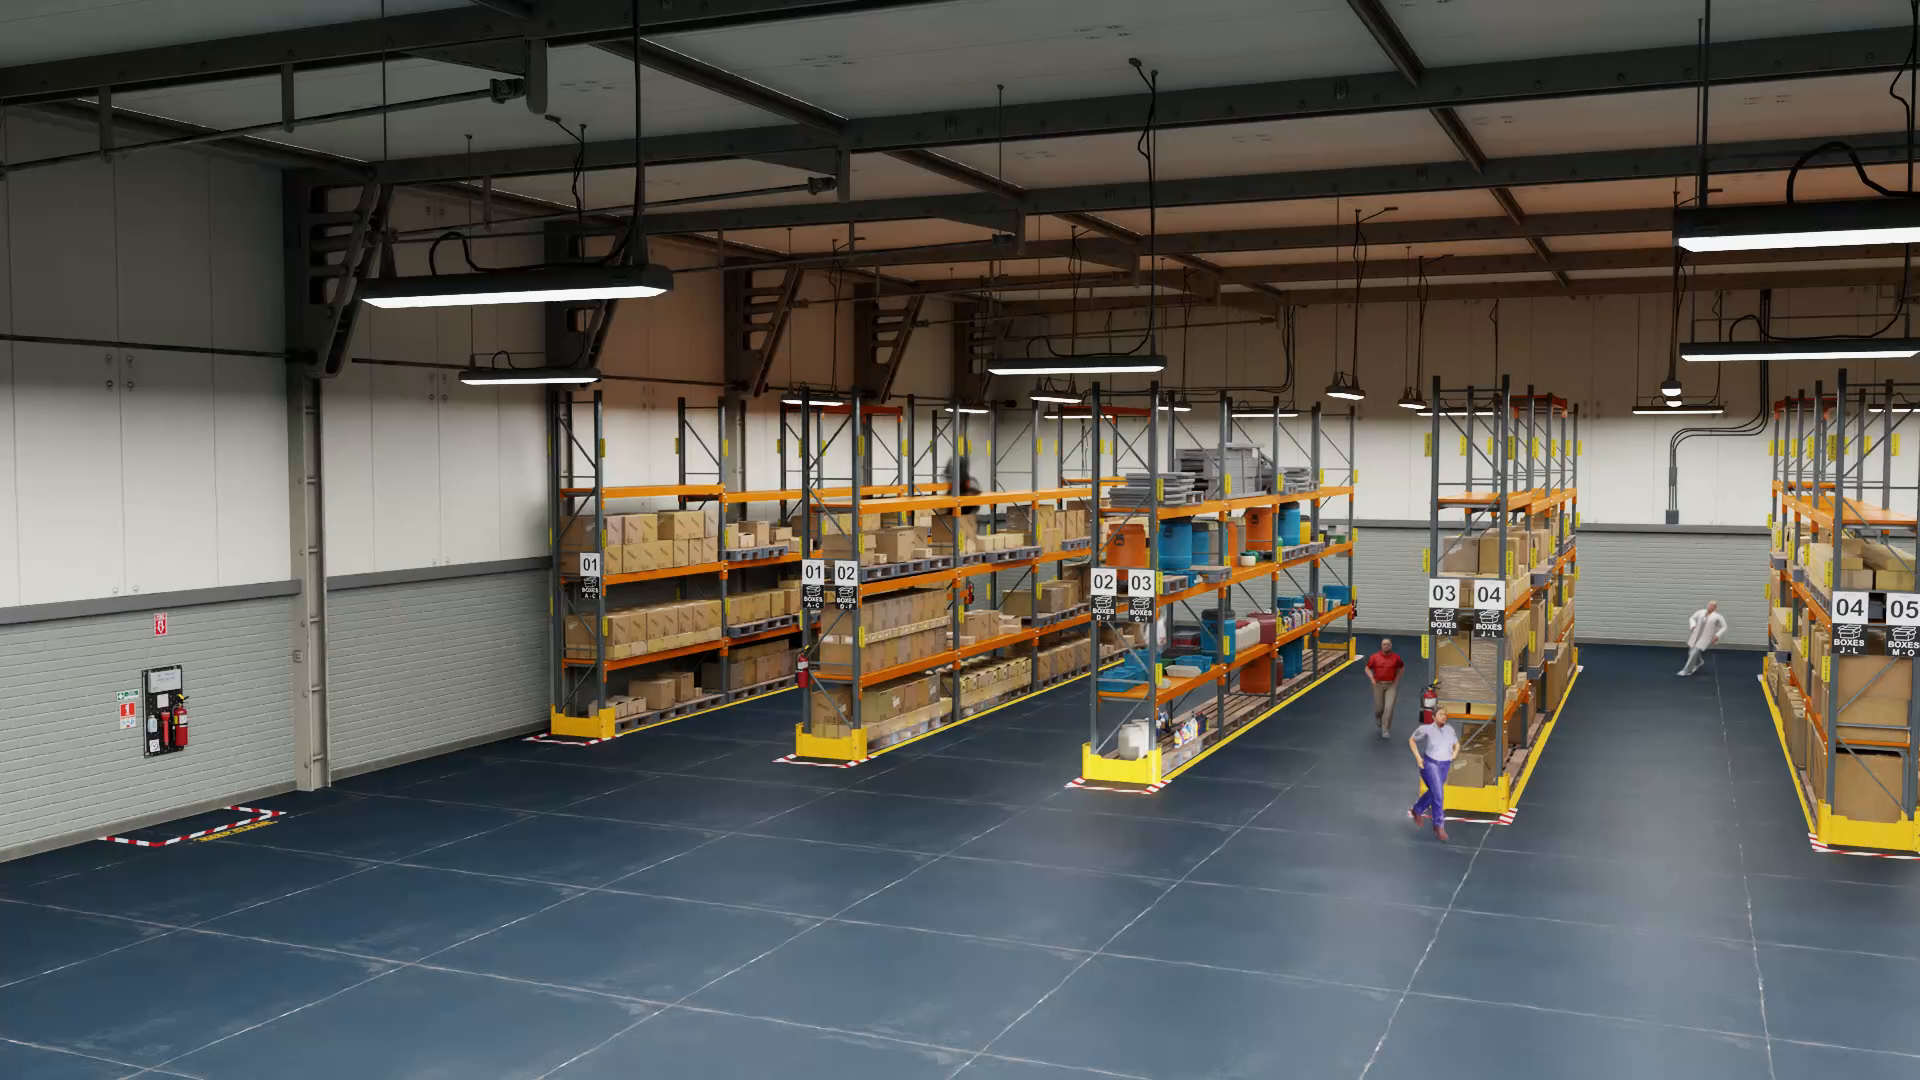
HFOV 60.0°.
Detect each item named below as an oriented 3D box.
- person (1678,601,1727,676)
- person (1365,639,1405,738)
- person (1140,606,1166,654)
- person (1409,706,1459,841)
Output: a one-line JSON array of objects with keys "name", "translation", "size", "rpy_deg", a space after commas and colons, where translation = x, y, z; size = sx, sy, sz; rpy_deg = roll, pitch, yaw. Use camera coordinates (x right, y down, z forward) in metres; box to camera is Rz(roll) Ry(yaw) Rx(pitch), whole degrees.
[{"name": "person", "translation": [16.300, 2.149, 36.406], "size": [0.878, 1.673, 0.882], "rpy_deg": [-3, 4, -39]}, {"name": "person", "translation": [7.389, 2.554, 28.895], "size": [0.680, 1.687, 0.783], "rpy_deg": [1, 3, 9]}, {"name": "person", "translation": [4.149, 2.198, 35.274], "size": [0.659, 1.729, 0.586], "rpy_deg": [1, 3, 11]}, {"name": "person", "translation": [6.185, 2.978, 21.572], "size": [0.614, 1.669, 0.841], "rpy_deg": [-2, 4, -26]}]
